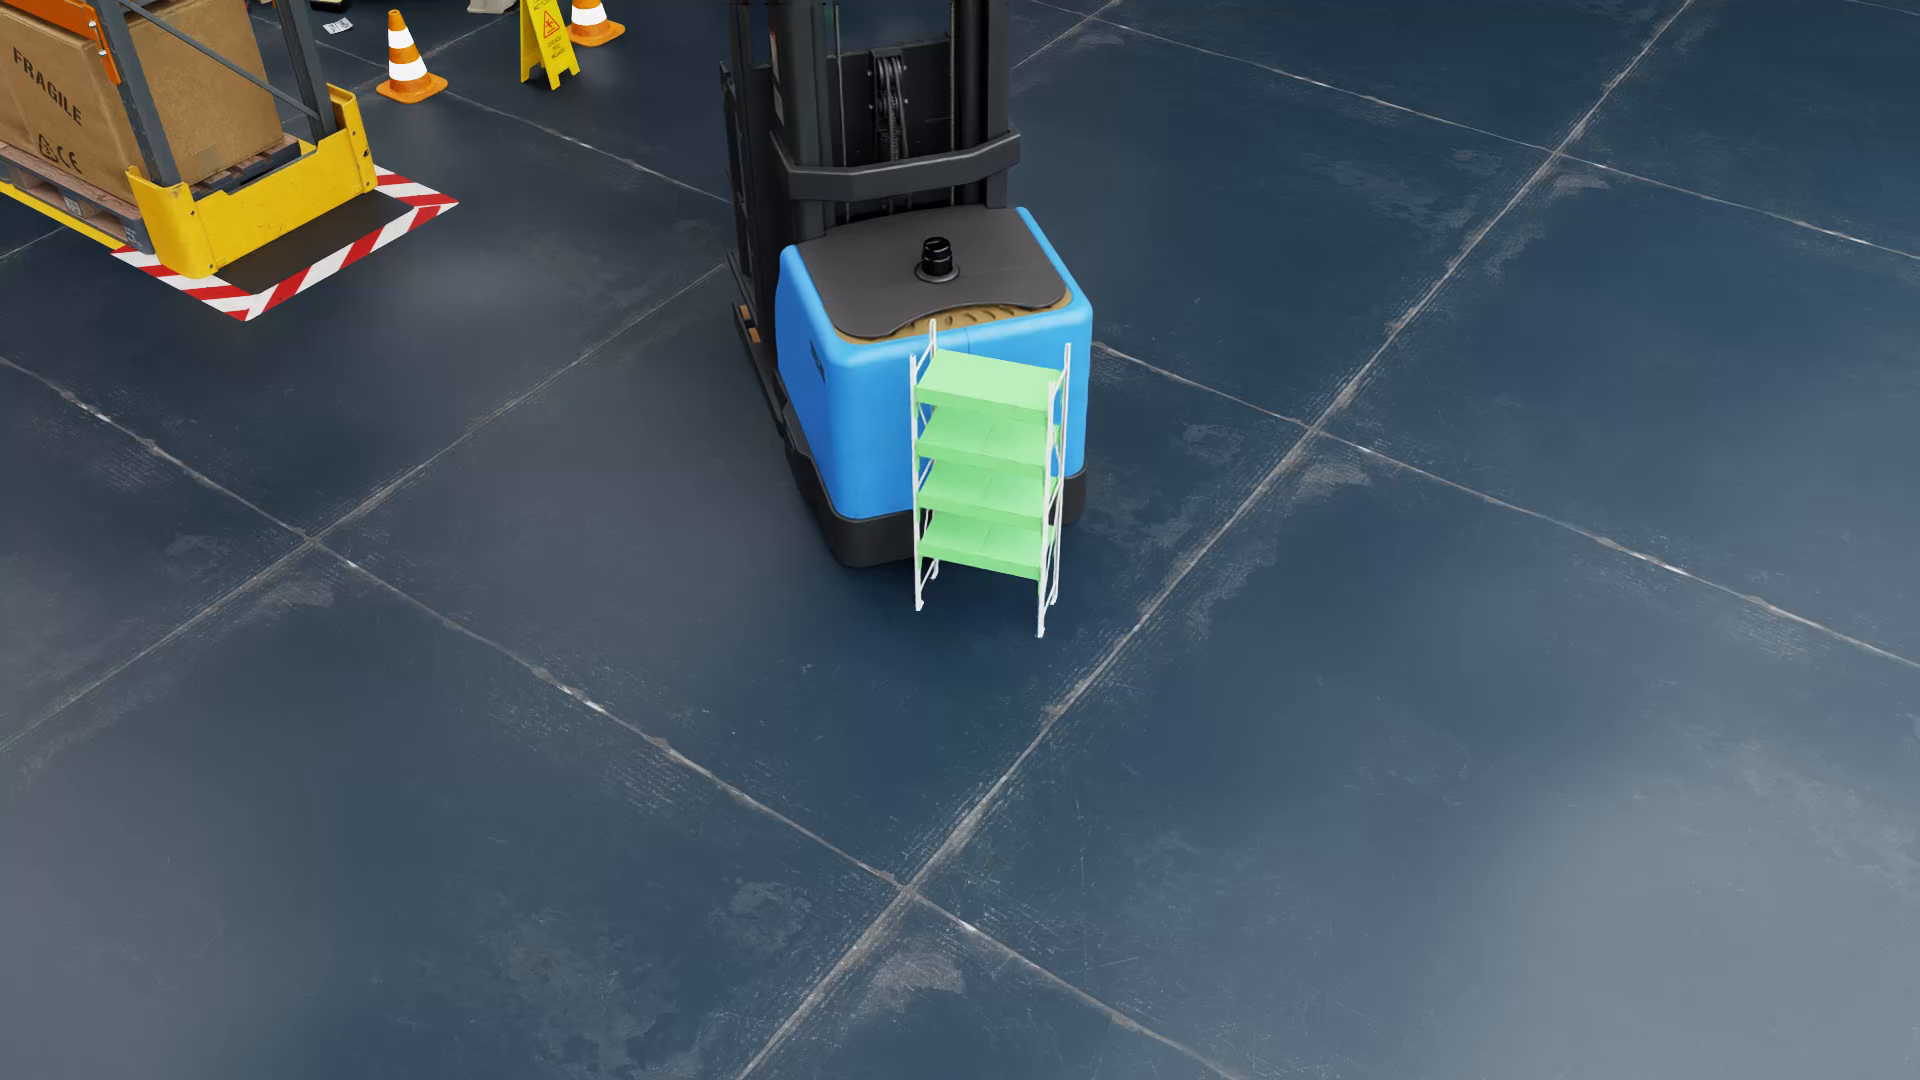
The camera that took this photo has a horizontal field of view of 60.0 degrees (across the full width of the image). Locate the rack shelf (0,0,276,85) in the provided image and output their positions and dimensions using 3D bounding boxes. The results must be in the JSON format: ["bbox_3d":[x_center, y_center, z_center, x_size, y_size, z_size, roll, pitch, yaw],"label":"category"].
[{"bbox_3d":[-5.211,-3.275,8.700,4.000,0.370,1.077,25,48,25],"label":"rack shelf"}]

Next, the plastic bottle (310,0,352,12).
[{"bbox_3d":[-4.007,-3.401,10.505,0.283,0.061,0.133,10,43,11],"label":"plastic bottle"}]

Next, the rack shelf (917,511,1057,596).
[{"bbox_3d":[0.105,0.027,6.275,0.480,0.148,0.258,12,43,13],"label":"rack shelf"}]

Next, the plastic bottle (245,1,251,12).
[{"bbox_3d":[-4.557,-3.302,10.394,0.133,0.061,0.283,10,43,11],"label":"plastic bottle"}]

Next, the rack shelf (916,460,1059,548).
[{"bbox_3d":[0.105,-0.151,6.115,0.480,0.148,0.258,12,43,13],"label":"rack shelf"}]

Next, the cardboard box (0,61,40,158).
[{"bbox_3d":[-4.888,-2.702,8.798,0.875,0.875,0.875,24,47,25],"label":"cardboard box"}]

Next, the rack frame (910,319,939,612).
[{"bbox_3d":[-0.128,-0.247,6.126,0.015,1.200,0.240,12,43,13],"label":"rack frame"}]

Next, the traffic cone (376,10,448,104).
[{"bbox_3d":[-3.193,-2.811,9.544,0.334,0.463,0.336,25,48,25],"label":"traffic cone"}]

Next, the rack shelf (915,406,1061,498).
[{"bbox_3d":[0.105,-0.330,5.955,0.480,0.148,0.258,12,43,13],"label":"rack shelf"}]

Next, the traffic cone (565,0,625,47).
[{"bbox_3d":[-2.266,-3.298,10.088,0.334,0.463,0.336,25,48,25],"label":"traffic cone"}]

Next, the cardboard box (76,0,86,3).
[{"bbox_3d":[-3.904,-2.951,7.686,0.550,0.550,0.875,25,48,25],"label":"cardboard box"}]

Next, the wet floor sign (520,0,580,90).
[{"bbox_3d":[-2.413,-2.970,9.585,0.232,0.644,0.267,17,45,18],"label":"wet floor sign"}]

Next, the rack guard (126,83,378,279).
[{"bbox_3d":[-3.554,-1.837,8.428,0.348,0.500,1.175,25,48,25],"label":"rack guard"}]

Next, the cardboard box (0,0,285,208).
[{"bbox_3d":[-4.167,-2.366,8.423,0.875,0.875,0.875,25,48,26],"label":"cardboard box"}]

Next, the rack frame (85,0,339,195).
[{"bbox_3d":[-3.574,-2.778,7.605,0.127,3.000,1.000,25,48,25],"label":"rack frame"}]

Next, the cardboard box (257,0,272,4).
[{"bbox_3d":[-4.384,-3.638,10.616,0.396,0.266,0.258,-34,52,-32],"label":"cardboard box"}]

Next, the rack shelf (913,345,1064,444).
[{"bbox_3d":[0.105,-0.509,5.795,0.480,0.148,0.258,12,43,13],"label":"rack shelf"}]

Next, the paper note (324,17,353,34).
[{"bbox_3d":[-3.849,-3.182,10.284,0.144,0.017,0.142,-25,48,-25],"label":"paper note"}]

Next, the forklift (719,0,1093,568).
[{"bbox_3d":[-0.425,-1.980,6.765,1.130,2.935,3.031,-12,43,-13],"label":"forklift"}]

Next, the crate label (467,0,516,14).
[{"bbox_3d":[-2.945,-3.443,10.495,0.298,0.136,0.250,3,42,4],"label":"crate label"}]

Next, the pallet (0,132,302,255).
[{"bbox_3d":[-4.273,-2.002,8.829,1.213,0.211,1.003,25,48,25],"label":"pallet"}]

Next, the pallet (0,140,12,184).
[{"bbox_3d":[-5.268,-2.469,9.351,1.213,0.211,1.003,25,48,25],"label":"pallet"}]

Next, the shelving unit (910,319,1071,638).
[{"bbox_3d":[0.105,-0.199,6.073,0.503,1.200,0.258,12,43,13],"label":"shelving unit"}]

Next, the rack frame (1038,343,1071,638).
[{"bbox_3d":[0.338,-0.151,6.019,0.015,1.200,0.240,12,43,13],"label":"rack frame"}]
